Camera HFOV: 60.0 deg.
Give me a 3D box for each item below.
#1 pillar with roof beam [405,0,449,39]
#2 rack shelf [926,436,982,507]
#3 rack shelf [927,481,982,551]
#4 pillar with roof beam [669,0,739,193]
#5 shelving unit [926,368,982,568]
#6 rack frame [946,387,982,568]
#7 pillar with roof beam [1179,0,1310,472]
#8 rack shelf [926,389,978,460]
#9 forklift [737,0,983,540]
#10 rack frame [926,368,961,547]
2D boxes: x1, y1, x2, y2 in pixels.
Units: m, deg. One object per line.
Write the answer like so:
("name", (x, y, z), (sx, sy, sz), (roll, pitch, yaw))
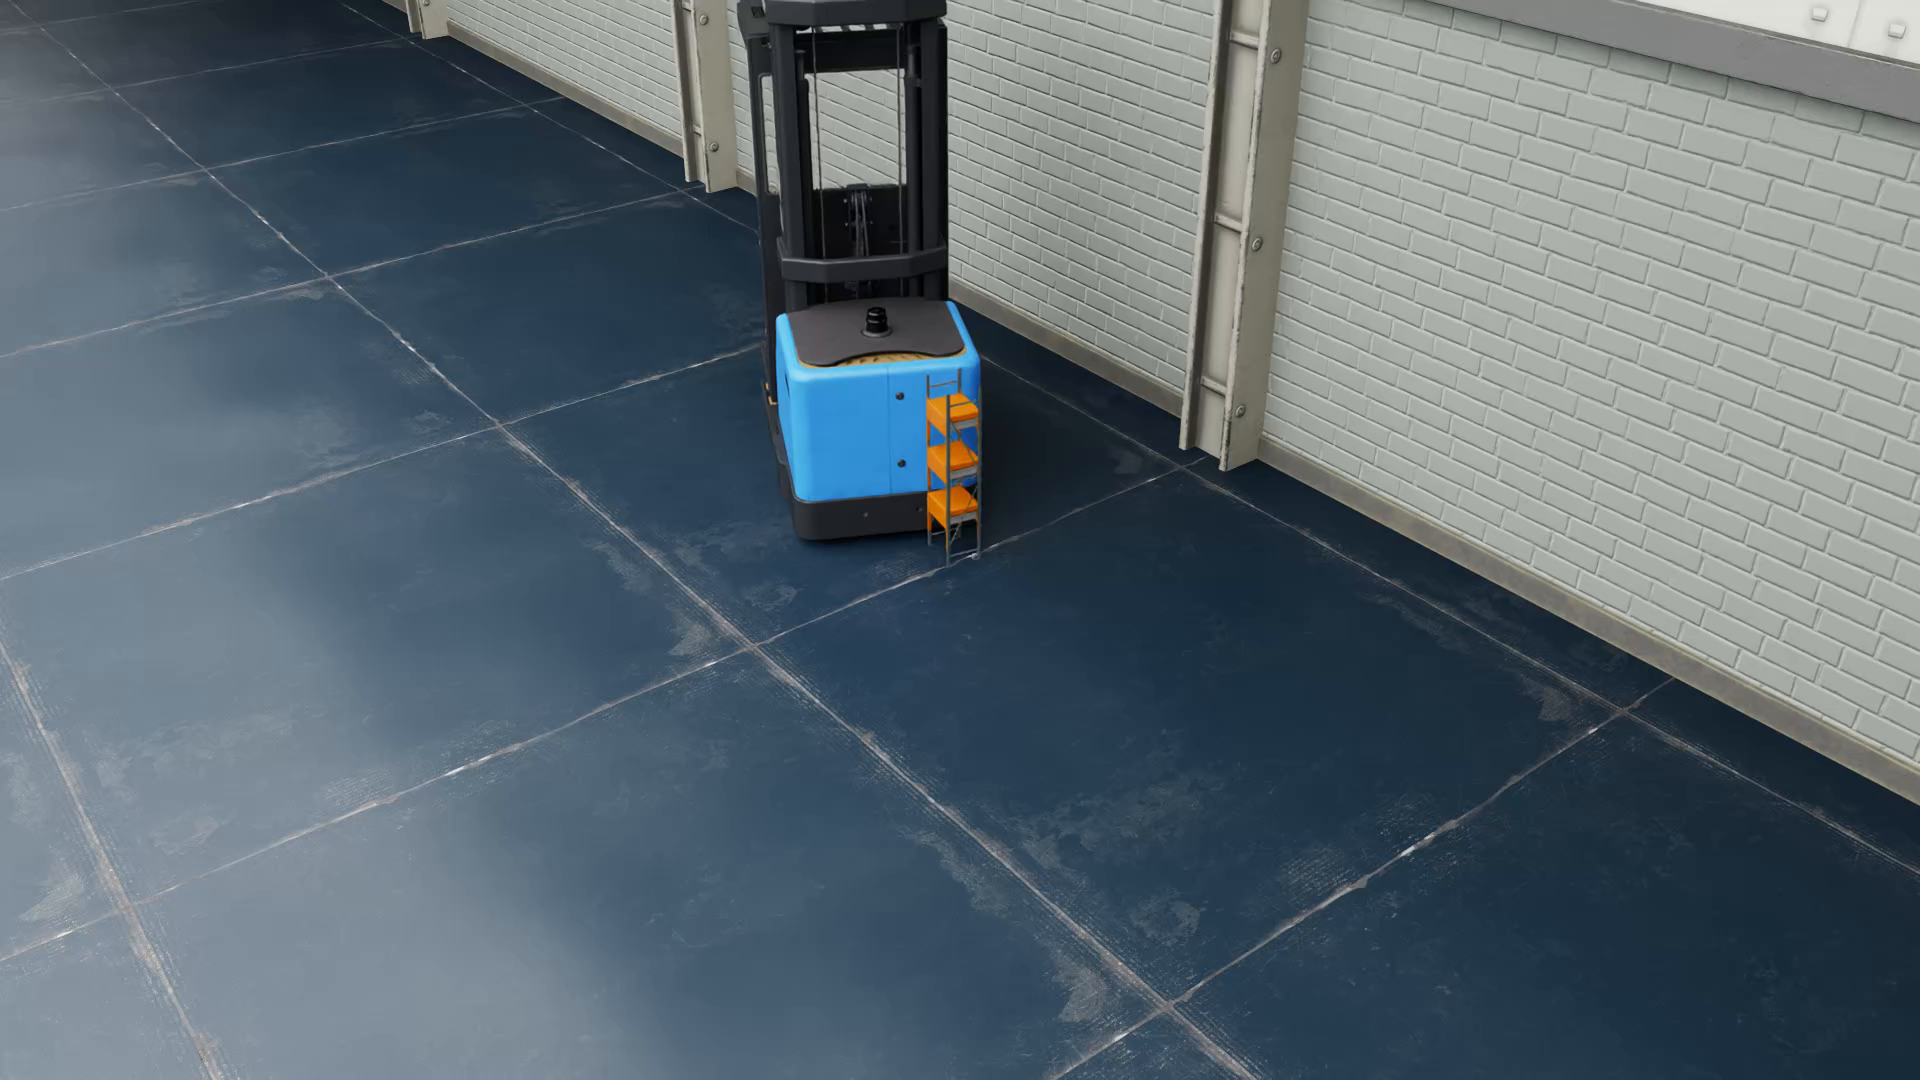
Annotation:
("pillar with roof beam", (-9.181, -7.969, 13.551), (9.100, 9.000, 0.400), (-22, 38, -31))
("rack shelf", (-0.032, -0.366, 8.864), (0.215, 0.259, 0.240), (-14, 35, -22))
("rack shelf", (-0.032, -0.129, 9.010), (0.215, 0.259, 0.240), (-14, 35, -22))
("pillar with roof beam", (-5.502, -5.468, 9.525), (9.100, 9.000, 0.400), (-22, 38, -31))
("shelving unit", (-0.032, -0.375, 8.858), (0.215, 1.050, 0.252), (-14, 35, -22))
("rack frame", (0.021, -0.317, 8.765), (0.200, 1.050, 0.008), (-14, 35, -22))
("pillar with roof beam", (-1.823, -2.968, 5.499), (9.100, 9.000, 0.400), (-22, 38, -31))
("rack shelf", (-0.032, -0.607, 8.714), (0.215, 0.259, 0.240), (-14, 35, -22))
("forklift", (-0.655, -2.009, 9.707), (1.130, 2.935, 3.031), (-6, 32, -9))
("rack frame", (-0.085, -0.433, 8.951), (0.200, 1.050, 0.008), (-14, 35, -22))
